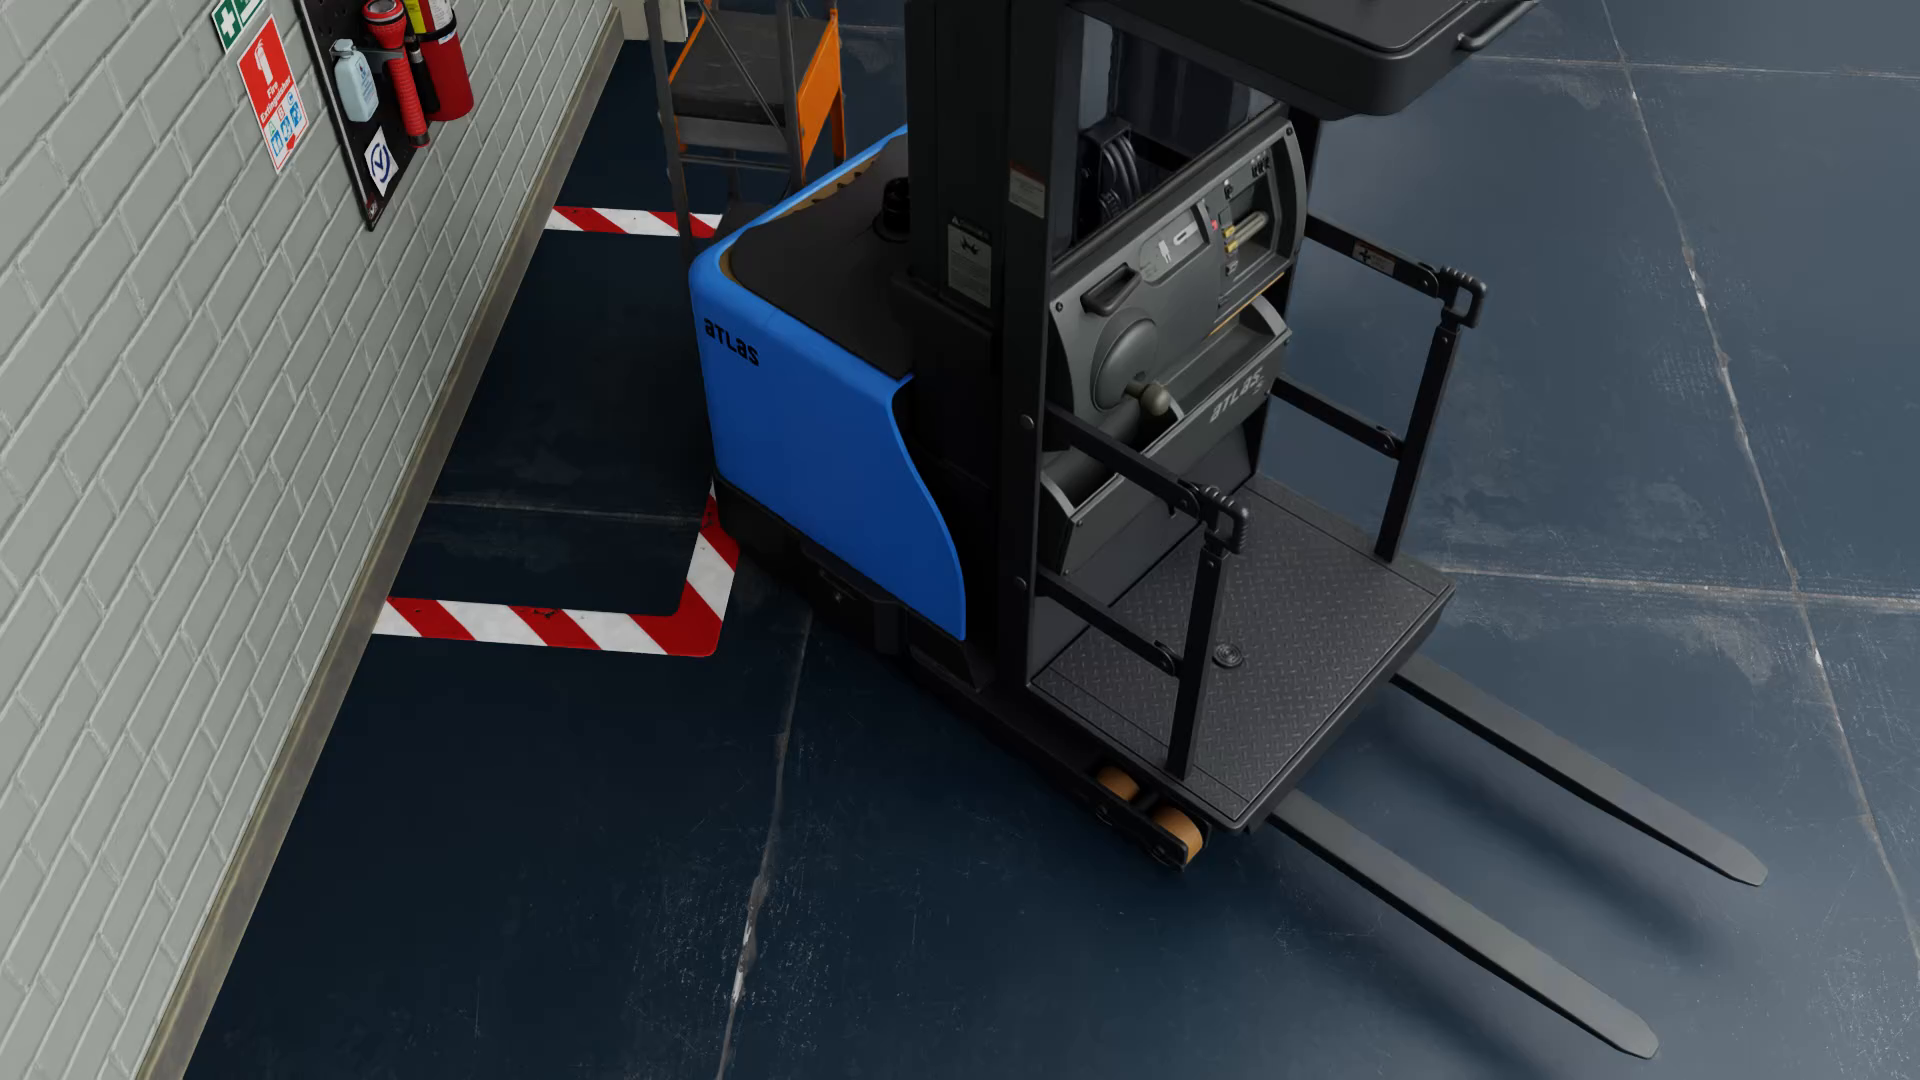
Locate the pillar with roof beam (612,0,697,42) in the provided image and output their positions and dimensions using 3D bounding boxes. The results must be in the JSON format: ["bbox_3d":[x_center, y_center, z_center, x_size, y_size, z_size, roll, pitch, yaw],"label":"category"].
[{"bbox_3d":[2.960,-5.068,3.787,9.100,9.000,0.400,4,48,4],"label":"pillar with roof beam"}]

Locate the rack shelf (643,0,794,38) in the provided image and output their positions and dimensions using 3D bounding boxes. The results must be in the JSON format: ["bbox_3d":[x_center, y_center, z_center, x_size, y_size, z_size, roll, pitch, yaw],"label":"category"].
[{"bbox_3d":[-0.609,-1.729,4.478,0.431,0.518,0.480,8,48,7],"label":"rack shelf"}]

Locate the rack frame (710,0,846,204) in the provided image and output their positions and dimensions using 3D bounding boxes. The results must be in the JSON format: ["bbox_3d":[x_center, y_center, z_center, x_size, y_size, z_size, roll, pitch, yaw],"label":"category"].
[{"bbox_3d":[-0.566,-1.443,5.146,0.400,2.100,0.015,8,48,7],"label":"rack frame"}]

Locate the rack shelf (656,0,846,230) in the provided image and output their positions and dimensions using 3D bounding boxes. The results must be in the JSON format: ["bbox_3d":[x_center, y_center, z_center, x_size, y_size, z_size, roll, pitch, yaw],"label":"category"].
[{"bbox_3d":[-0.609,-1.256,4.995,0.431,0.518,0.480,8,48,7],"label":"rack shelf"}]

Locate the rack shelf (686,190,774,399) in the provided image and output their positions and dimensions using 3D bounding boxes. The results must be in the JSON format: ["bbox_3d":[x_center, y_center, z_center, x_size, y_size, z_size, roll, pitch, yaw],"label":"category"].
[{"bbox_3d":[-0.609,-0.784,5.511,0.431,0.518,0.480,8,48,7],"label":"rack shelf"}]

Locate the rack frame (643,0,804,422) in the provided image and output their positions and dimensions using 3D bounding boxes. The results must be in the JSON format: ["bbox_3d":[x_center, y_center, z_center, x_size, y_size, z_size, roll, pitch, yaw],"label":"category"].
[{"bbox_3d":[-0.653,-1.088,4.822,0.400,2.100,0.015,8,48,7],"label":"rack frame"}]

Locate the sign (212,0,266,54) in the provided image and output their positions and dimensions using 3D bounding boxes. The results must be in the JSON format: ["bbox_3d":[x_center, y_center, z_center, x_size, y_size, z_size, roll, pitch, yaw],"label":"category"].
[{"bbox_3d":[-1.734,-1.314,4.036,0.001,0.109,0.331,4,48,4],"label":"sign"}]

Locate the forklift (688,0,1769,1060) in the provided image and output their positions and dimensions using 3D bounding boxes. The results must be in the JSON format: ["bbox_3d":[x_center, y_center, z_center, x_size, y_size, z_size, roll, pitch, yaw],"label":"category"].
[{"bbox_3d":[0.683,-0.560,3.776,3.031,2.935,1.130,33,56,27],"label":"forklift"}]

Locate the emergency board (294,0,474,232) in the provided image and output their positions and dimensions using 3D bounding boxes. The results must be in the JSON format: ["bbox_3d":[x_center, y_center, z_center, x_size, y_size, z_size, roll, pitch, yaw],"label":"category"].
[{"bbox_3d":[-1.590,-1.520,4.607,0.194,1.169,0.643,4,48,4],"label":"emergency board"}]

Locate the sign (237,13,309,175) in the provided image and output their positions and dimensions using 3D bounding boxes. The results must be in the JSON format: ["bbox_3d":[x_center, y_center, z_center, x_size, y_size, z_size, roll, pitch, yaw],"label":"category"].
[{"bbox_3d":[-1.743,-1.133,4.229,0.001,0.329,0.234,4,48,4],"label":"sign"}]

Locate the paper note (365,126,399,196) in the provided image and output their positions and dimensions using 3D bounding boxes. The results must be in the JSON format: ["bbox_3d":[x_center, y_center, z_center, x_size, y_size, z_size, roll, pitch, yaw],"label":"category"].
[{"bbox_3d":[-1.675,-1.097,4.818,0.016,0.148,0.142,4,48,4],"label":"paper note"}]

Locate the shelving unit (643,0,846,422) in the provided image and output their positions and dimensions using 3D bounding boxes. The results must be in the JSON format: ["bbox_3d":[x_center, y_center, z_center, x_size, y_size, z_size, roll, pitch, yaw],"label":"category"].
[{"bbox_3d":[-0.609,-1.266,4.984,0.431,2.100,0.503,8,48,7],"label":"shelving unit"}]
